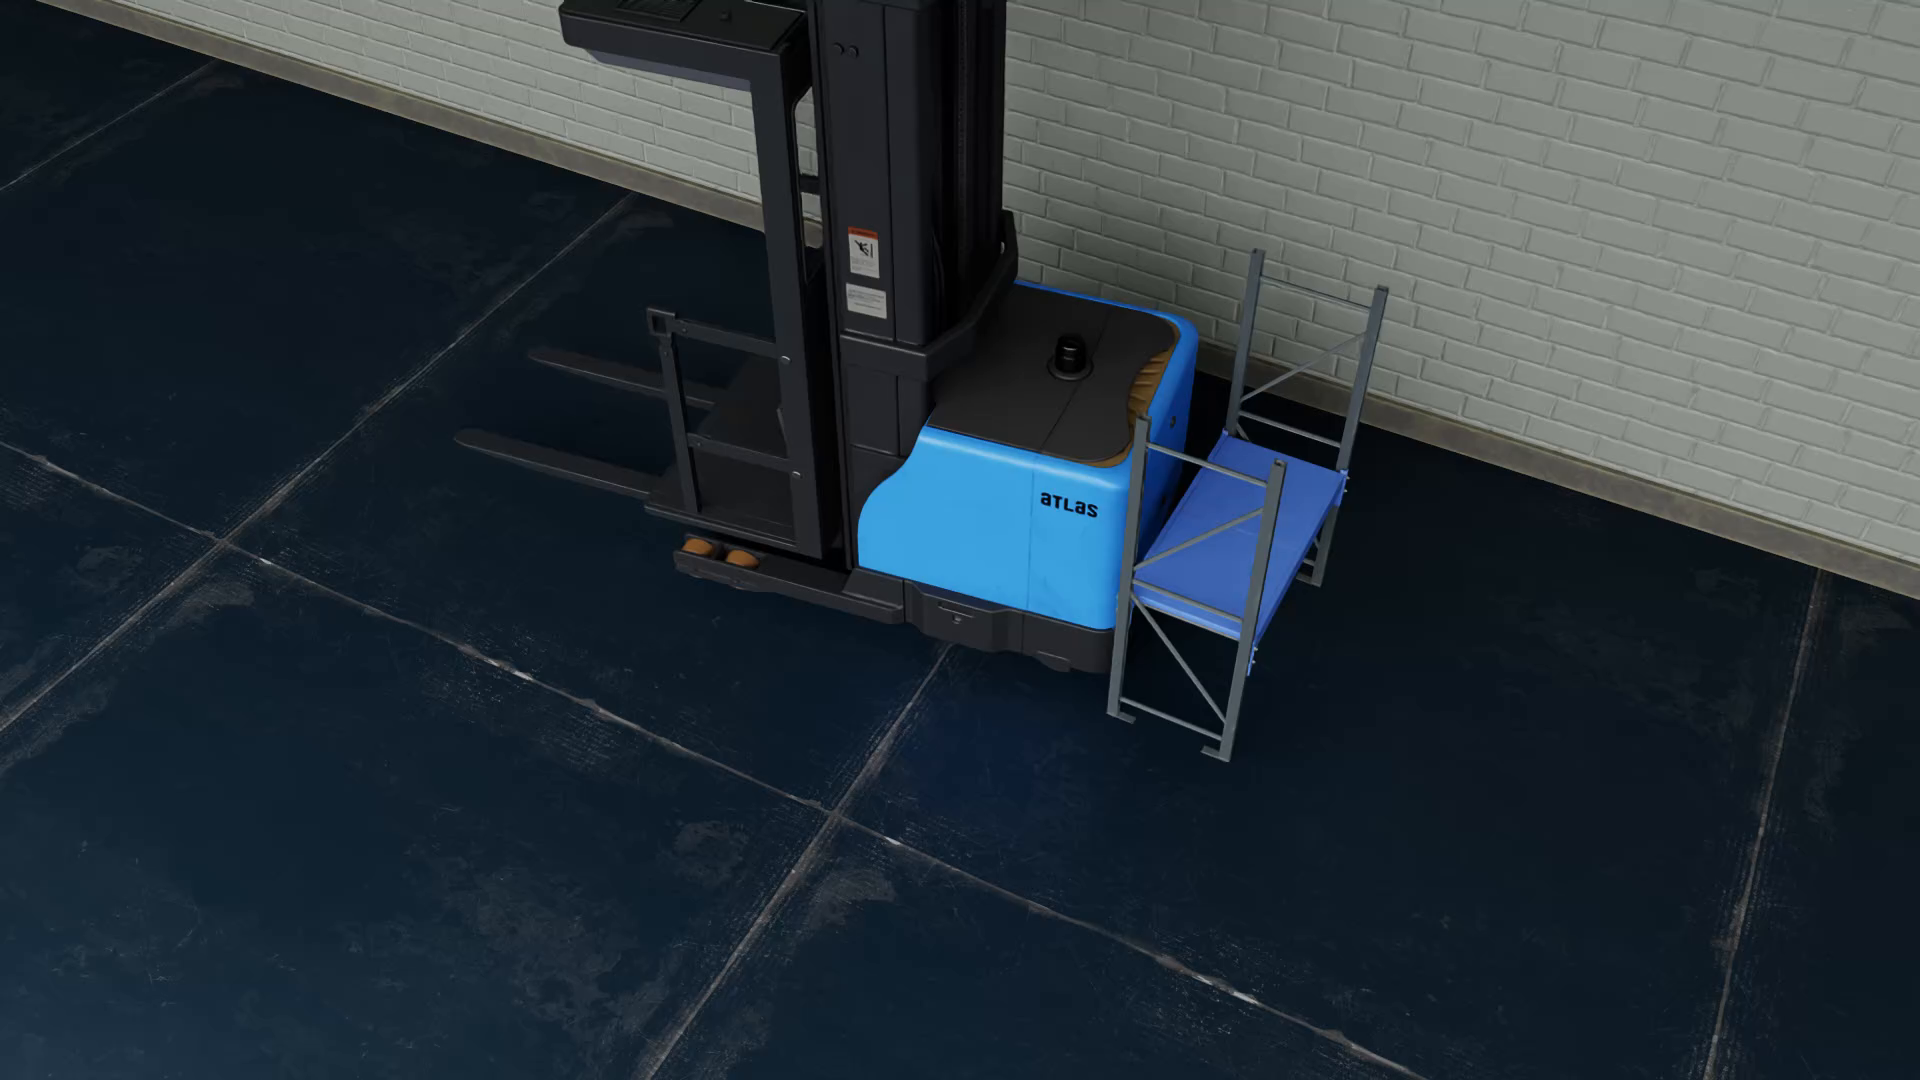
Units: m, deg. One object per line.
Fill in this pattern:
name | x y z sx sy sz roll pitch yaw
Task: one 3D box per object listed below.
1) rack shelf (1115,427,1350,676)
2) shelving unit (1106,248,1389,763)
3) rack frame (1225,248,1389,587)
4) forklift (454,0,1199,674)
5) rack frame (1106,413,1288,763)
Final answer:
rack shelf | 1.028 0.020 6.208 0.538 0.185 1.000 21 49 19
shelving unit | 1.028 -0.106 6.081 0.538 1.500 1.048 21 49 19
rack frame | 1.268 -0.425 6.396 0.500 1.500 0.032 21 49 19
forklift | -0.644 -1.163 6.118 3.031 2.935 1.130 15 47 14
rack frame | 0.789 0.213 5.765 0.500 1.500 0.032 21 49 19
